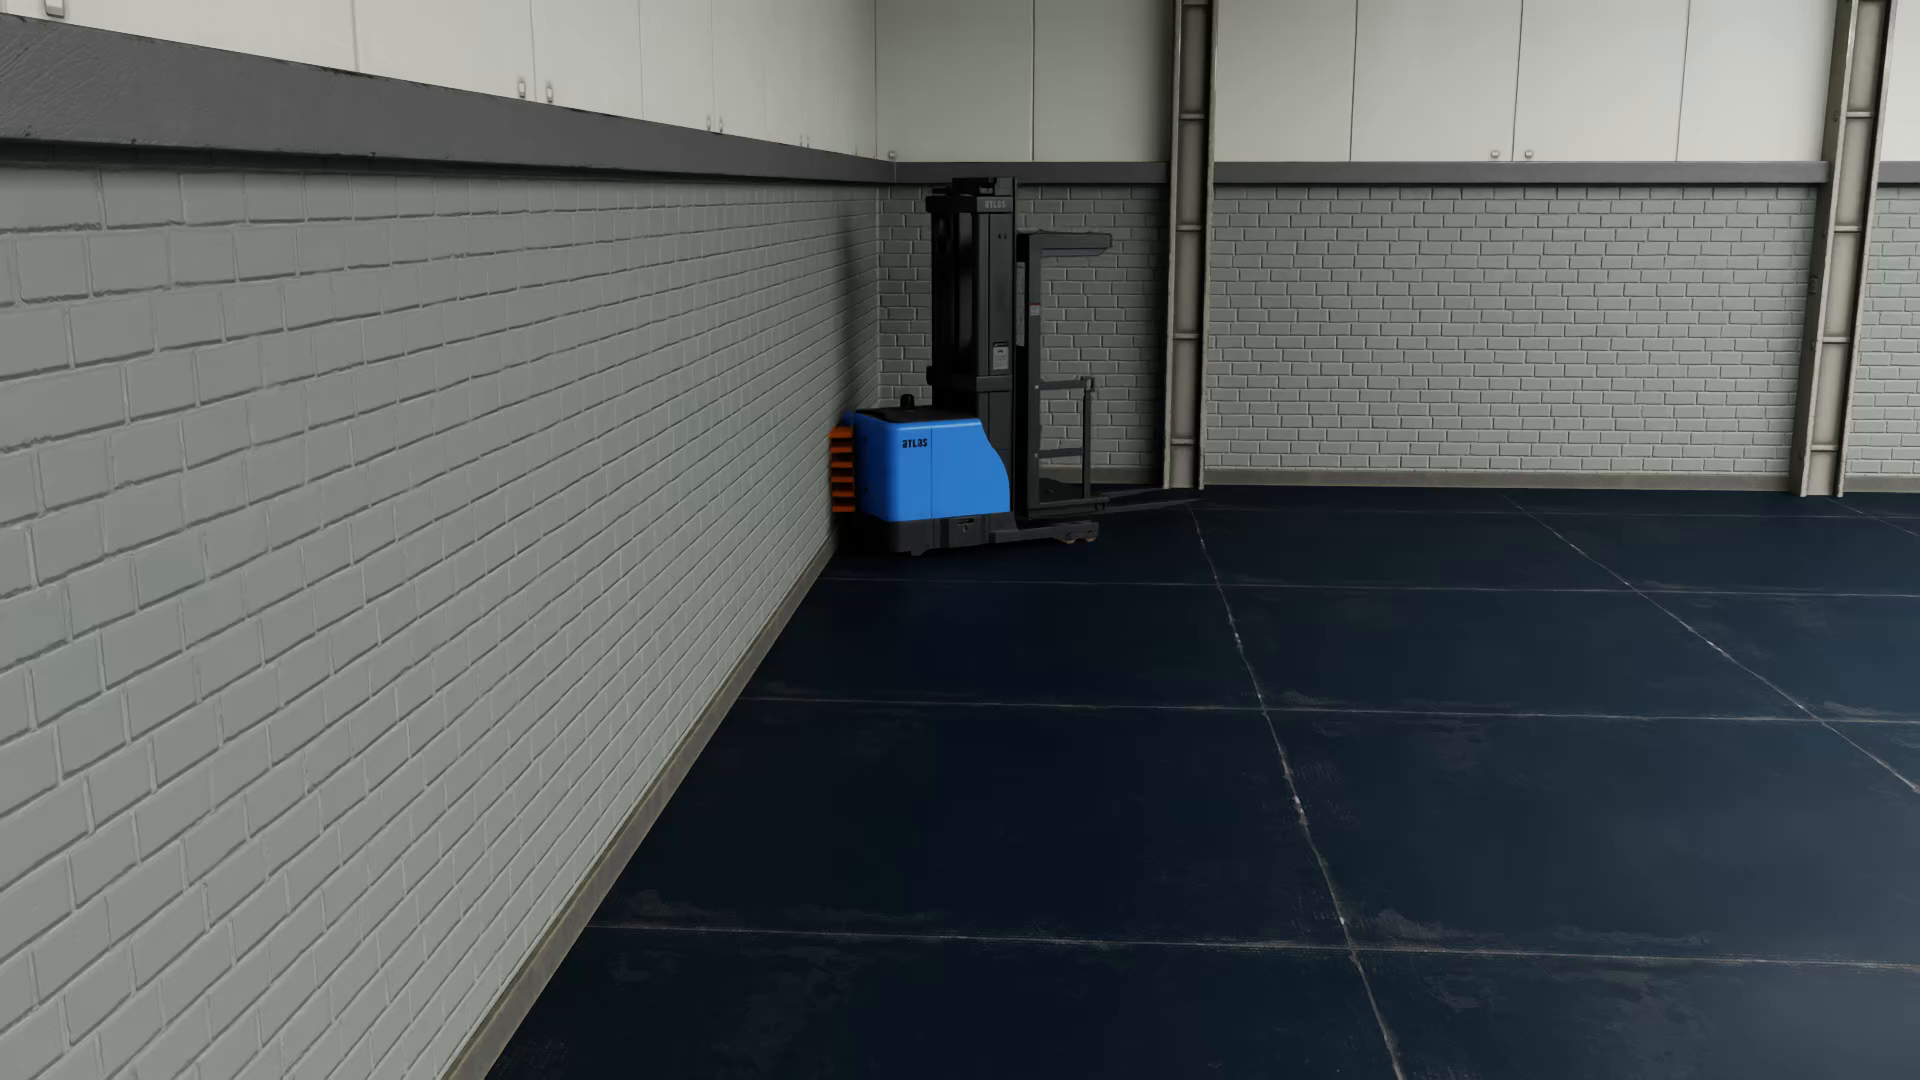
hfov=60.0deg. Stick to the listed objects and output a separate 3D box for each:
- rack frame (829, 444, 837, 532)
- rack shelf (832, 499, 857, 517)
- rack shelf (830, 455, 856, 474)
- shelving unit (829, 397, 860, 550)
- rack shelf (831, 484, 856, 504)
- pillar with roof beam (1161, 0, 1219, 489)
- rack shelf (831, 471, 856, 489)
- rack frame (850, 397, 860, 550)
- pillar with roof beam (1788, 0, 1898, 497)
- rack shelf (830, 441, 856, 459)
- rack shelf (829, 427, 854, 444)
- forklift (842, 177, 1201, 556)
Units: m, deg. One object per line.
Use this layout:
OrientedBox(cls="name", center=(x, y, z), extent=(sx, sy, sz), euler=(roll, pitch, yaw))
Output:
OrientedBox(cls="rack frame", center=(-1.021, -0.530, 13.329), extent=(0.006, 1.200, 0.240), euler=(0, 15, 3))
OrientedBox(cls="rack shelf", center=(-0.924, -0.255, 13.395), extent=(0.180, 0.103, 0.258), euler=(0, 15, 3))
OrientedBox(cls="rack shelf", center=(-0.931, -0.604, 13.305), extent=(0.180, 0.103, 0.258), euler=(0, 15, 3))
OrientedBox(cls="shelving unit", center=(-0.930, -0.531, 13.324), extent=(0.189, 1.200, 0.258), euler=(0, 15, 3))
OrientedBox(cls="rack shelf", center=(-0.926, -0.371, 13.365), extent=(0.180, 0.103, 0.258), euler=(0, 15, 3))
OrientedBox(cls="pillar with roof beam", center=(1.888, -4.050, 11.149), extent=(0.400, 9.000, 9.100), euler=(1, 12, 4))
OrientedBox(cls="rack shelf", center=(-0.929, -0.488, 13.335), extent=(0.180, 0.103, 0.258), euler=(0, 15, 3))
OrientedBox(cls="rack frame", center=(-0.838, -0.531, 13.318), extent=(0.006, 1.200, 0.240), euler=(0, 15, 3))
OrientedBox(cls="pillar with roof beam", center=(7.875, -3.968, 10.757), extent=(0.400, 9.000, 9.100), euler=(1, 12, 4))
OrientedBox(cls="rack shelf", center=(-0.934, -0.720, 13.274), extent=(0.180, 0.103, 0.258), euler=(0, 15, 3))
OrientedBox(cls="rack shelf", center=(-0.936, -0.836, 13.244), extent=(0.180, 0.103, 0.258), euler=(0, 15, 3))
OrientedBox(cls="forklift", center=(0.578, -1.493, 13.748), extent=(3.031, 2.935, 1.130), euler=(-6, 13, -26))
